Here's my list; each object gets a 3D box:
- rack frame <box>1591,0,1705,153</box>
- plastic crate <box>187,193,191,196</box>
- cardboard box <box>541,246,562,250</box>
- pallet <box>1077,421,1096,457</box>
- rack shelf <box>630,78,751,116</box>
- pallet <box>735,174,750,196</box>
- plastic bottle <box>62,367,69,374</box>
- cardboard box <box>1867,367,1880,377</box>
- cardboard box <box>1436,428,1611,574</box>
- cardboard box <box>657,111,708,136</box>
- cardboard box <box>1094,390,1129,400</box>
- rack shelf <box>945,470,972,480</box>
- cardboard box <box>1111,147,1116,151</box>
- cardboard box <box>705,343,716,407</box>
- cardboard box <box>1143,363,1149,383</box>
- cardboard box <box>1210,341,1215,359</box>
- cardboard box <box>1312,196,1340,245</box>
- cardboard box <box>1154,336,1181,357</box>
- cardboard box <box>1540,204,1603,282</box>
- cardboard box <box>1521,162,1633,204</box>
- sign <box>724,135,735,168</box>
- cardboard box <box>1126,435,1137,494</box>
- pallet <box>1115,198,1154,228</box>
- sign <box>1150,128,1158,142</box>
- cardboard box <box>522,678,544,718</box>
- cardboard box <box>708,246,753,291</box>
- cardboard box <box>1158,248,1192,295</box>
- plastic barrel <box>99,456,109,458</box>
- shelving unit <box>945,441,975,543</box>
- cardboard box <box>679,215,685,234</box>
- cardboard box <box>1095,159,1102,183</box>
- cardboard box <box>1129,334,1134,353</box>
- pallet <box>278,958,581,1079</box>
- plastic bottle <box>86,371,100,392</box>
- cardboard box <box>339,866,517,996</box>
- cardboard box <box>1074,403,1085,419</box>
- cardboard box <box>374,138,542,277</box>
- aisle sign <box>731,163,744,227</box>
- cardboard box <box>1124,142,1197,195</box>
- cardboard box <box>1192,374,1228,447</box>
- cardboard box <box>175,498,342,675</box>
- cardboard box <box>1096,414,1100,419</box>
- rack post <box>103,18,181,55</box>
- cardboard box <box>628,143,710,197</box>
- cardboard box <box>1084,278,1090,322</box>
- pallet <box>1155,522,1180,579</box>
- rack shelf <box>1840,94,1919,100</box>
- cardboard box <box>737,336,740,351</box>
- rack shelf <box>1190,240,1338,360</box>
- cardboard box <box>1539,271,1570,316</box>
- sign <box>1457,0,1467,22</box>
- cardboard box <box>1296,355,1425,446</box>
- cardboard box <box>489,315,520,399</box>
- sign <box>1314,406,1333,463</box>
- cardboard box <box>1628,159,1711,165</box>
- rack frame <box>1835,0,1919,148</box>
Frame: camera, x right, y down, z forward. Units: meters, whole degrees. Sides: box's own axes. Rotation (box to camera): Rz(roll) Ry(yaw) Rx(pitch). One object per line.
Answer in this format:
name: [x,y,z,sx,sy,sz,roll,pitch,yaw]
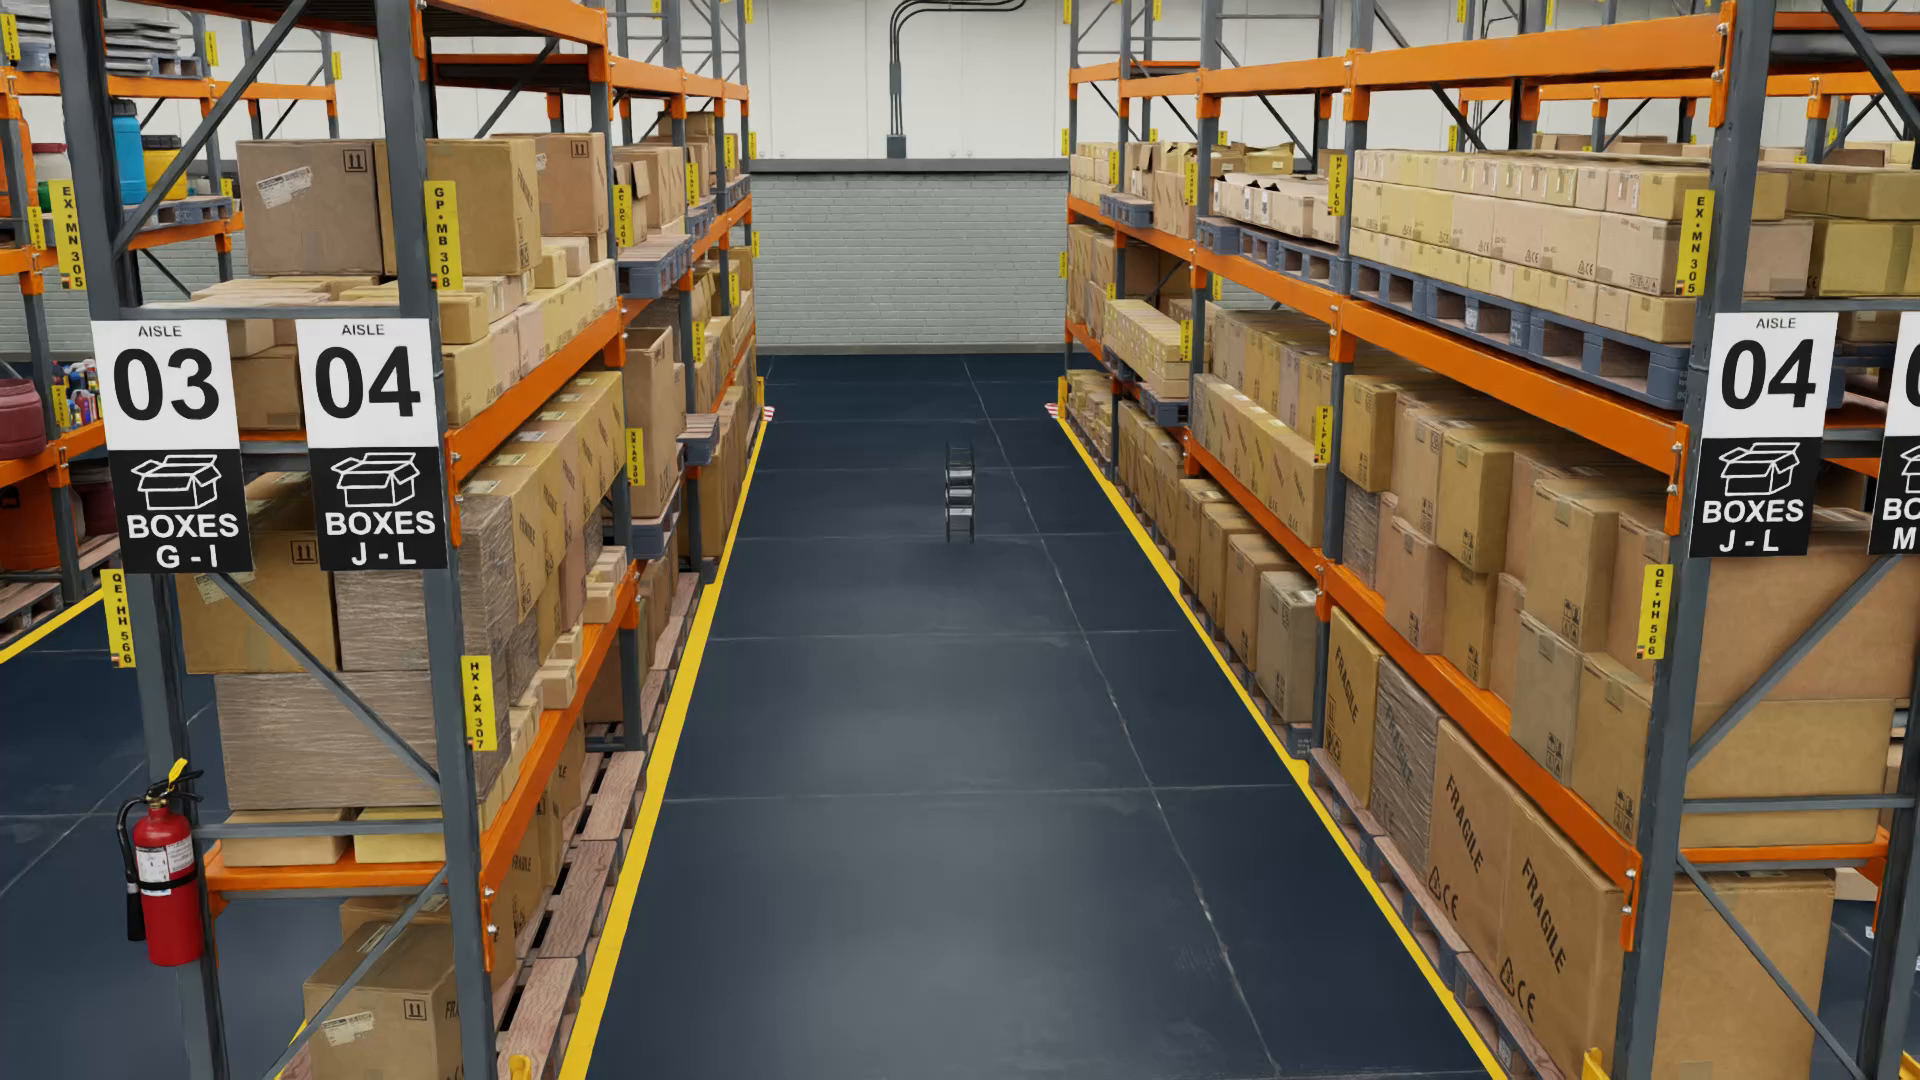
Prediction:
rack frame: [7.035,-5.082,16.942,1.000,3.000,0.127,-1,14,-3]
plastic crate: [-8.127,-3.398,16.842,0.450,0.188,0.662,-1,14,-3]
cardboard box: [-2.039,-1.268,7.641,0.380,0.149,0.250,0,14,-1]
pallet: [1.945,-1.195,19.472,1.003,0.211,1.213,-1,14,-3]
rack shelf: [-2.980,-4.884,18.420,1.077,0.370,4.000,-1,14,-3]
pallet: [-3.047,-4.244,19.883,1.003,0.211,1.213,-1,14,-3]
plastic bottle: [-8.093,-1.422,15.017,0.097,0.271,0.097,0,14,0]
cardboard box: [7.119,-1.333,12.769,0.500,0.500,0.500,0,14,-1]
cardboard box: [2.672,-0.186,7.484,0.875,0.550,0.500,-1,14,-3]
cardboard box: [-2.908,-4.374,17.460,0.500,0.250,0.500,-2,15,-7]
cardboard box: [1.759,-1.657,19.355,0.380,0.149,0.250,-1,14,-3]
rack shelf: [0.000,-0.580,15.109,0.258,0.077,0.200,-1,14,-3]
cardboard box: [1.782,-4.030,17.369,0.380,0.149,0.250,-1,14,-2]
cardboard box: [-2.436,-1.458,14.696,0.500,0.500,0.500,-1,14,-4]
cardboard box: [1.818,-1.465,14.587,0.380,0.149,0.250,-1,14,-4]
cardboard box: [2.450,-1.688,14.855,0.380,0.149,0.250,-1,14,-3]
cardboard box: [2.393,-1.891,9.816,0.500,0.250,0.500,-1,14,-3]
cardboard box: [1.847,-1.627,14.023,0.380,0.149,0.250,-1,14,-4]
cardboard box: [2.505,-1.108,6.179,0.500,0.250,0.500,-1,14,-3]
cardboard box: [2.423,-1.391,6.475,0.380,0.149,0.250,-1,14,-3]
sign: [-2.315,-3.890,16.660,0.100,0.325,0.005,-1,14,-3]
cardboard box: [1.916,-0.748,16.313,0.500,0.500,0.500,0,14,-1]
pallet: [2.100,-3.024,15.339,1.213,0.211,1.003,-1,14,-3]
sign: [2.408,-4.955,20.691,0.100,0.325,0.005,-1,14,-3]
cardboard box: [-1.976,0.697,7.025,0.380,0.149,0.250,-1,14,-3]
cardboard box: [-2.811,-3.336,20.395,0.500,0.500,0.500,-1,14,-3]
cardboard box: [2.316,-2.868,17.572,0.500,0.500,0.500,-1,14,-2]
plastic barrel: [-7.793,-0.492,15.293,0.421,0.512,0.421,0,14,0]
shelving unit: [0.000,-0.438,15.146,0.258,0.900,0.210,-1,14,-3]
cardboard box: [-2.334,-2.294,12.429,0.500,0.250,0.500,-1,14,-3]
cardboard box: [1.761,-4.067,18.316,0.500,0.250,0.500,0,14,-1]
cardboard box: [1.765,-1.807,15.317,0.380,0.149,0.250,-1,14,-5]
pallet: [-2.132,2.090,6.704,1.003,0.211,1.213,-1,14,-3]
plastic bottle: [-7.956,-1.449,15.259,0.097,0.201,0.097,0,14,0]
cardboard box: [-2.206,1.664,6.936,0.500,0.500,0.500,3,15,11]
cardboard box: [1.593,-1.567,20.197,0.380,0.149,0.250,-1,14,-3]
cardboard box: [-1.935,-1.300,6.462,0.500,0.500,0.500,-1,14,-4]
aisle sign: [-2.809,-4.300,20.725,0.394,0.787,0.004,-1,14,-3]
cardboard box: [2.015,-3.684,16.484,0.700,0.500,0.500,-1,14,-3]
cardboard box: [2.107,-1.013,12.966,0.500,0.500,0.500,-1,14,-3]
cardboard box: [-2.393,0.151,5.839,0.500,0.500,0.500,-1,14,-3]
cardboard box: [1.748,-1.376,18.859,0.380,0.149,0.250,-1,14,-2]
rack post: [-7.778,-4.606,15.244,0.937,0.300,0.954,-1,14,-4]
cardboard box: [-2.810,-3.584,16.097,0.700,0.500,0.500,-1,14,-2]
cardboard box: [1.719,-2.765,19.179,0.500,0.500,0.500,-1,14,-5]
pallet: [2.302,0.076,14.532,1.003,0.211,1.213,-1,14,-3]
rack shelf: [11.865,-5.307,19.267,1.077,0.370,4.000,-1,14,-3]
cardboard box: [-2.575,-2.112,17.941,0.380,0.149,0.250,0,14,-2]
rack shelf: [2.473,-1.687,11.211,1.077,0.370,4.000,-1,14,-3]
cardboard box: [2.439,-0.940,6.326,0.380,0.149,0.250,-1,14,-3]
sign: [6.233,-6.599,20.645,0.100,0.325,0.005,-1,14,-3]
cardboard box: [2.526,-0.869,10.402,0.700,0.500,0.500,-1,14,-4]
cardboard box: [-1.922,-0.671,6.120,0.500,0.250,0.500,-1,14,-5]
sign: [2.056,-0.597,9.386,0.100,0.325,0.005,-1,14,-3]
cardboard box: [3.048,-1.527,7.007,0.380,0.149,0.250,-1,14,-3]
rack frame: [11.741,-6.154,21.110,1.000,3.000,0.127,-1,14,-3]
